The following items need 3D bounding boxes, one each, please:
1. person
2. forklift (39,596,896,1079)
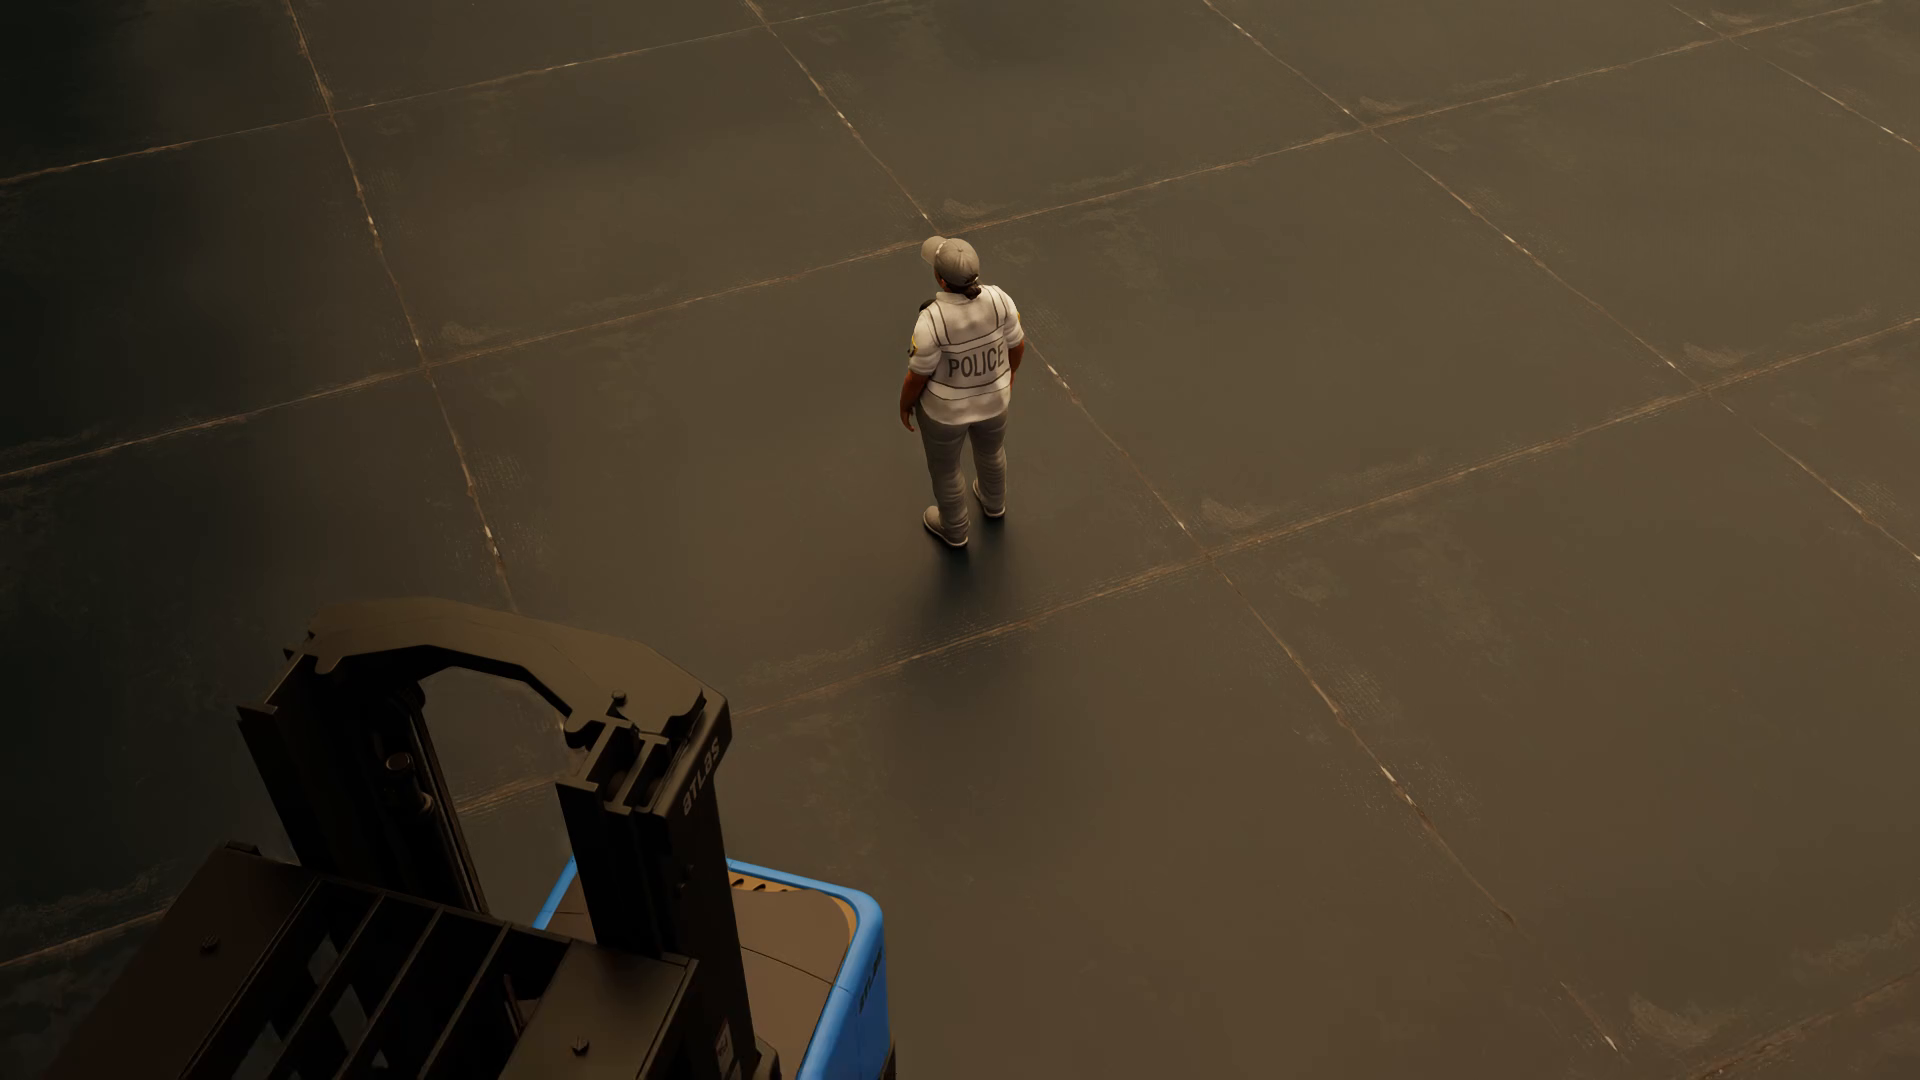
[{"bbox_3d":[-0.011,-0.668,7.313,0.598,1.670,0.529,-18,46,-18],"label":"person"},{"bbox_3d":[-1.120,1.679,3.881,1.130,2.935,3.031,11,44,12],"label":"forklift"}]
